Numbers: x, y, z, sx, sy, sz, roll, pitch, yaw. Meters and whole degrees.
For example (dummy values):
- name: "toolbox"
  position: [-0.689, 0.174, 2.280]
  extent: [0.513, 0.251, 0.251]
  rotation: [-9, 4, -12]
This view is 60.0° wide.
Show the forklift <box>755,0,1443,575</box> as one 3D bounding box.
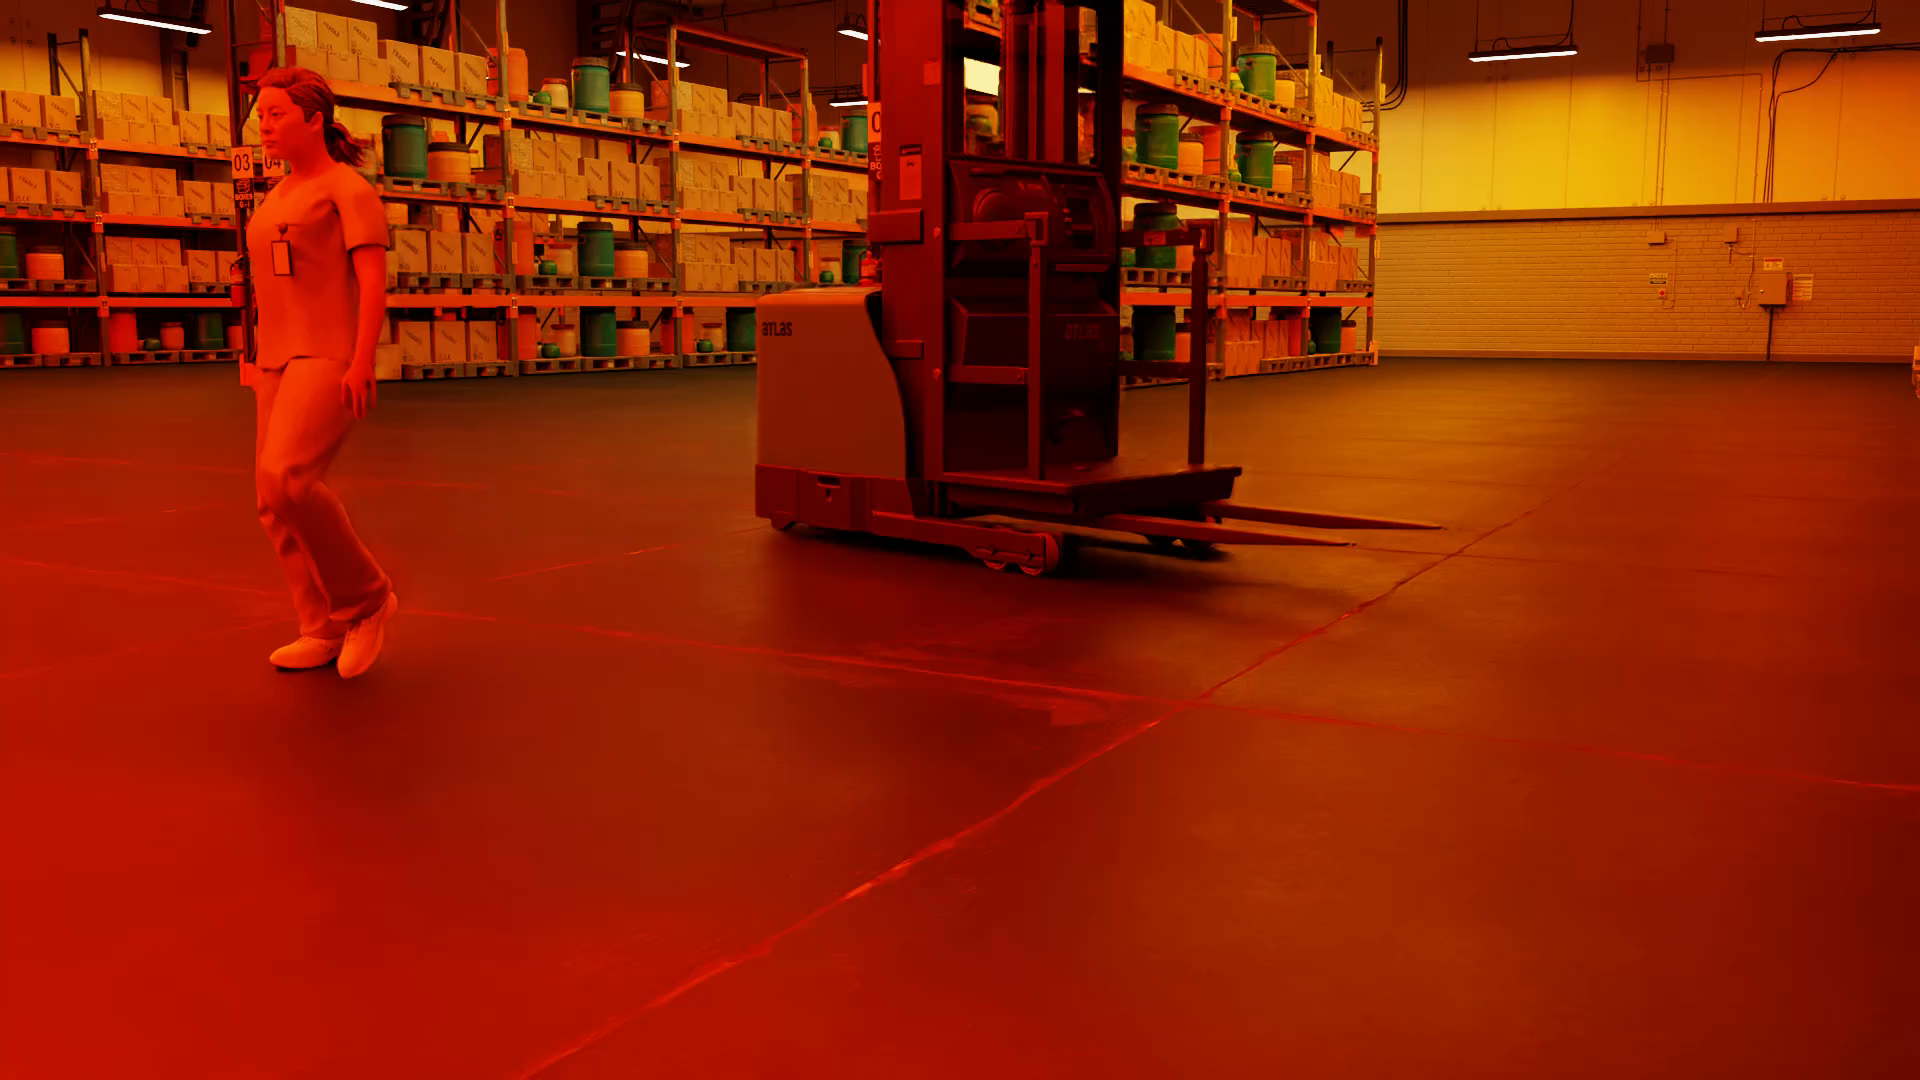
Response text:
- name: "forklift"
  position: [0.458, -1.396, 6.710]
  extent: [1.130, 2.935, 3.031]
  rotation: [-8, 11, -44]

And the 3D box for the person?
- name: "person"
  position: [-1.814, -0.456, 4.570]
  extent: [0.562, 1.655, 0.471]
  rotation: [5, 9, 34]
